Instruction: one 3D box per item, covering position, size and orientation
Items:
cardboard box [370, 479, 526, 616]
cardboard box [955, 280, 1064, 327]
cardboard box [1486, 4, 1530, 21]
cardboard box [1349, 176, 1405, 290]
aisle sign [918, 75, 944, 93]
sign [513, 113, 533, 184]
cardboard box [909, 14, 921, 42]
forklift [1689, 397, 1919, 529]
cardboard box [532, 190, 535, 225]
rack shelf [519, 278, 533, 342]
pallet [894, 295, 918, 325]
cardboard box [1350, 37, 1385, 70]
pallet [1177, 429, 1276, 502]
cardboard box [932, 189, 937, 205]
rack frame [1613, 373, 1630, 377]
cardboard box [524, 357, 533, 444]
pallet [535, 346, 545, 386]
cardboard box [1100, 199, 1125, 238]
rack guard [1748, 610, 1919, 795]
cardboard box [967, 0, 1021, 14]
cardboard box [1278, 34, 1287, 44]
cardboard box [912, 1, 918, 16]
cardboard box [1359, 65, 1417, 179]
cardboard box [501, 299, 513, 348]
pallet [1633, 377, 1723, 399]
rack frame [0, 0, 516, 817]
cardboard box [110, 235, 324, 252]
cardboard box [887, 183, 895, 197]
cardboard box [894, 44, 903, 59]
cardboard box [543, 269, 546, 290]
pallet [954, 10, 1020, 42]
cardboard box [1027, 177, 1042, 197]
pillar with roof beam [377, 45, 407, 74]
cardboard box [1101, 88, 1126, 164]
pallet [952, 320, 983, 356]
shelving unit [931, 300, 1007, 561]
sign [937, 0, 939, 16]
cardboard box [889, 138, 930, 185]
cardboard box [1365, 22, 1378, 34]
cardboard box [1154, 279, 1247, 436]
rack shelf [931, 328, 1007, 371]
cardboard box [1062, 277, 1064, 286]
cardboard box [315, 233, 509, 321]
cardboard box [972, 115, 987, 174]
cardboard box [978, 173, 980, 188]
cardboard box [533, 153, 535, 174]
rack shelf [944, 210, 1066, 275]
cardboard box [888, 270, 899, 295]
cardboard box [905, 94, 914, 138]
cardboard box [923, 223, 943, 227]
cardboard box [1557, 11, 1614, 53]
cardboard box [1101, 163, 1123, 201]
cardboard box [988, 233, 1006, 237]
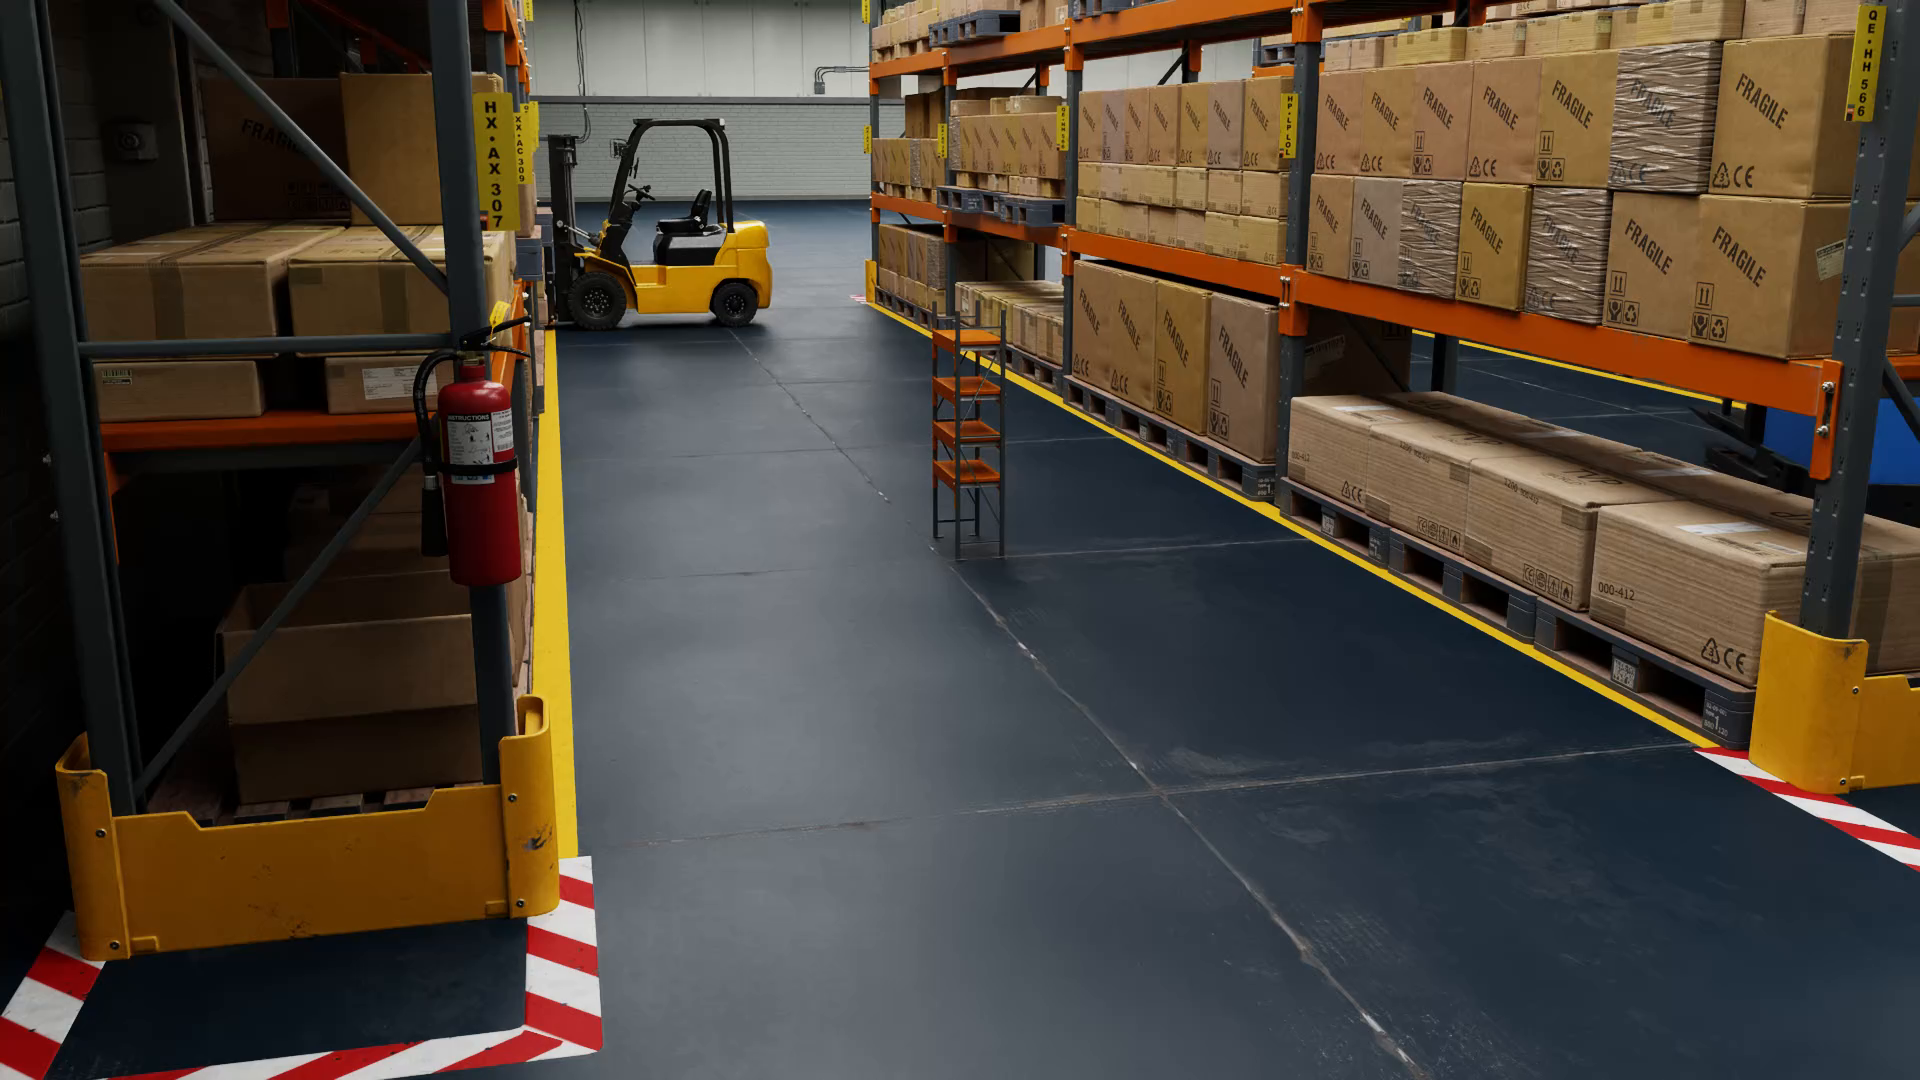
[{"bbox_3d":[-1.890,0.077,6.174,0.500,0.500,0.500,-3,14,-12],"label":"cardboard box"},{"bbox_3d":[0.482,-2.313,16.224,0.950,0.372,0.625,-3,14,-12],"label":"cardboard box"},{"bbox_3d":[5.221,-5.055,15.911,0.380,0.149,0.250,-3,14,-13],"label":"cardboard box"},{"bbox_3d":[2.205,-1.470,7.912,0.500,0.500,0.500,-3,14,-13],"label":"cardboard box"},{"bbox_3d":[-0.315,-5.722,20.050,0.394,0.787,0.004,-3,14,-13],"label":"aisle sign"},{"bbox_3d":[-2.063,-1.835,7.795,0.100,0.325,0.005,-3,14,-13],"label":"sign"},{"bbox_3d":[-0.234,-5.357,17.401,0.500,0.250,0.500,-4,14,-14],"label":"cardboard box"},{"bbox_3d":[5.049,-1.745,9.392,1.130,2.935,3.031,2,14,7],"label":"forklift"},{"bbox_3d":[-2.606,-1.879,8.702,0.700,0.500,0.500,-3,14,-13],"label":"cardboard box"},{"bbox_3d":[-3.058,-1.495,9.741,1.077,0.370,4.000,-3,14,-13],"label":"rack shelf"},{"bbox_3d":[-0.125,-2.586,18.568,1.003,0.211,1.213,-3,14,-13],"label":"pallet"},{"bbox_3d":[2.133,-2.364,8.100,0.380,0.149,0.250,-3,14,-12],"label":"cardboard box"},{"bbox_3d":[1.981,-0.480,9.945,1.003,0.211,1.213,-3,14,-13],"label":"pallet"},{"bbox_3d":[-0.080,-3.498,16.955,0.380,0.149,0.250,-3,14,-12],"label":"cardboard box"},{"bbox_3d":[6.084,-2.882,13.905,1.000,3.000,0.127,-3,14,-13],"label":"rack frame"},{"bbox_3d":[-2.847,-0.854,9.986,0.500,0.500,0.500,-4,14,-15],"label":"cardboard box"},{"bbox_3d":[-3.966,-1.424,13.811,1.003,0.211,1.213,-3,14,-13],"label":"pallet"},{"bbox_3d":[1.304,-2.266,11.698,0.500,0.250,0.500,-4,14,-15],"label":"cardboard box"},{"bbox_3d":[3.181,0.482,5.400,1.175,0.500,0.348,-3,14,-13],"label":"rack guard"},{"bbox_3d":[0.364,-4.705,14.477,0.500,0.250,0.500,-3,14,-14],"label":"cardboard box"},{"bbox_3d":[4.093,-6.102,20.197,0.380,0.149,0.250,-3,14,-13],"label":"cardboard box"},{"bbox_3d":[-0.300,-5.585,17.496,0.380,0.149,0.250,-3,14,-13],"label":"cardboard box"},{"bbox_3d":[2.225,-1.954,7.789,0.500,0.500,0.500,-3,14,-14],"label":"cardboard box"},{"bbox_3d":[-1.714,-0.729,5.621,0.380,0.149,0.250,-4,14,-15],"label":"cardboard box"},{"bbox_3d":[6.266,-1.347,13.498,1.003,0.211,1.213,-3,14,-13],"label":"pallet"},{"bbox_3d":[-1.649,-0.460,3.990,1.000,3.000,0.127,-3,14,-13],"label":"rack frame"},{"bbox_3d":[-2.135,-0.742,4.834,0.500,0.250,0.500,-3,14,-13],"label":"cardboard box"},{"bbox_3d":[-0.633,-4.032,19.142,0.380,0.149,0.250,-3,14,-12],"label":"cardboard box"},{"bbox_3d":[-0.513,-5.371,18.301,0.380,0.149,0.250,-3,14,-13],"label":"cardboard box"},{"bbox_3d":[-4.508,-2.701,17.018,0.500,0.250,0.500,-3,14,-14],"label":"cardboard box"},{"bbox_3d":[0.645,-4.484,14.538,1.213,0.211,1.003,-3,14,-13],"label":"pallet"},{"bbox_3d":[0.754,-2.841,13.380,0.380,0.149,0.250,-3,14,-14],"label":"cardboard box"},{"bbox_3d":[-1.935,-7.095,18.505,9.100,9.000,0.400,-3,14,-13],"label":"pillar with roof beam"},{"bbox_3d":[1.300,-2.876,11.562,0.500,0.500,0.500,-3,14,-13],"label":"cardboard box"},{"bbox_3d":[0.541,-1.972,16.053,1.003,0.211,1.213,-3,14,-13],"label":"pallet"},{"bbox_3d":[0.039,-0.545,8.128,0.258,1.200,0.503,-3,14,-13],"label":"shelving unit"},{"bbox_3d":[-0.169,-5.182,15.909,0.100,0.325,0.005,-3,14,-13],"label":"sign"},{"bbox_3d":[-0.495,-4.260,18.707,0.500,0.500,0.500,-4,14,-14],"label":"cardboard box"},{"bbox_3d":[4.627,-5.577,18.047,0.380,0.149,0.250,-3,14,-12],"label":"cardboard box"},{"bbox_3d":[1.793,-1.179,10.524,0.875,0.875,0.875,-3,14,-12],"label":"cardboard box"},{"bbox_3d":[0.039,-0.926,8.035,0.258,0.148,0.480,-3,14,-13],"label":"rack shelf"},{"bbox_3d":[1.428,-2.616,18.076,0.500,0.500,0.500,7,15,26],"label":"cardboard box"},{"bbox_3d":[-1.612,-0.768,4.938,0.500,0.250,0.500,-3,14,-13],"label":"cardboard box"},{"bbox_3d":[0.409,-3.549,14.909,0.500,0.500,0.500,-3,14,-14],"label":"cardboard box"},{"bbox_3d":[0.370,-3.324,15.355,0.380,0.149,0.250,-2,14,-10],"label":"cardboard box"},{"bbox_3d":[-5.036,-4.101,18.682,0.500,0.500,0.500,-4,14,-14],"label":"cardboard box"},{"bbox_3d":[0.826,-2.695,14.654,1.077,0.370,4.000,-3,14,-13],"label":"rack shelf"},{"bbox_3d":[-0.550,-2.977,19.202,0.500,0.250,0.500,-3,14,-11],"label":"cardboard box"},{"bbox_3d":[-0.250,-5.002,19.636,0.700,0.500,0.500,-4,14,-15],"label":"cardboard box"},{"bbox_3d":[-0.141,-3.491,19.725,0.500,0.500,0.500,-3,14,-13],"label":"cardboard box"},{"bbox_3d":[2.543,-1.950,6.404,0.380,0.149,0.250,-3,14,-12],"label":"cardboard box"},{"bbox_3d":[1.295,-2.503,11.615,0.500,0.250,0.500,-3,14,-12],"label":"cardboard box"},{"bbox_3d":[0.510,-3.237,17.318,0.380,0.149,0.250,-3,14,-12],"label":"cardboard box"}]
